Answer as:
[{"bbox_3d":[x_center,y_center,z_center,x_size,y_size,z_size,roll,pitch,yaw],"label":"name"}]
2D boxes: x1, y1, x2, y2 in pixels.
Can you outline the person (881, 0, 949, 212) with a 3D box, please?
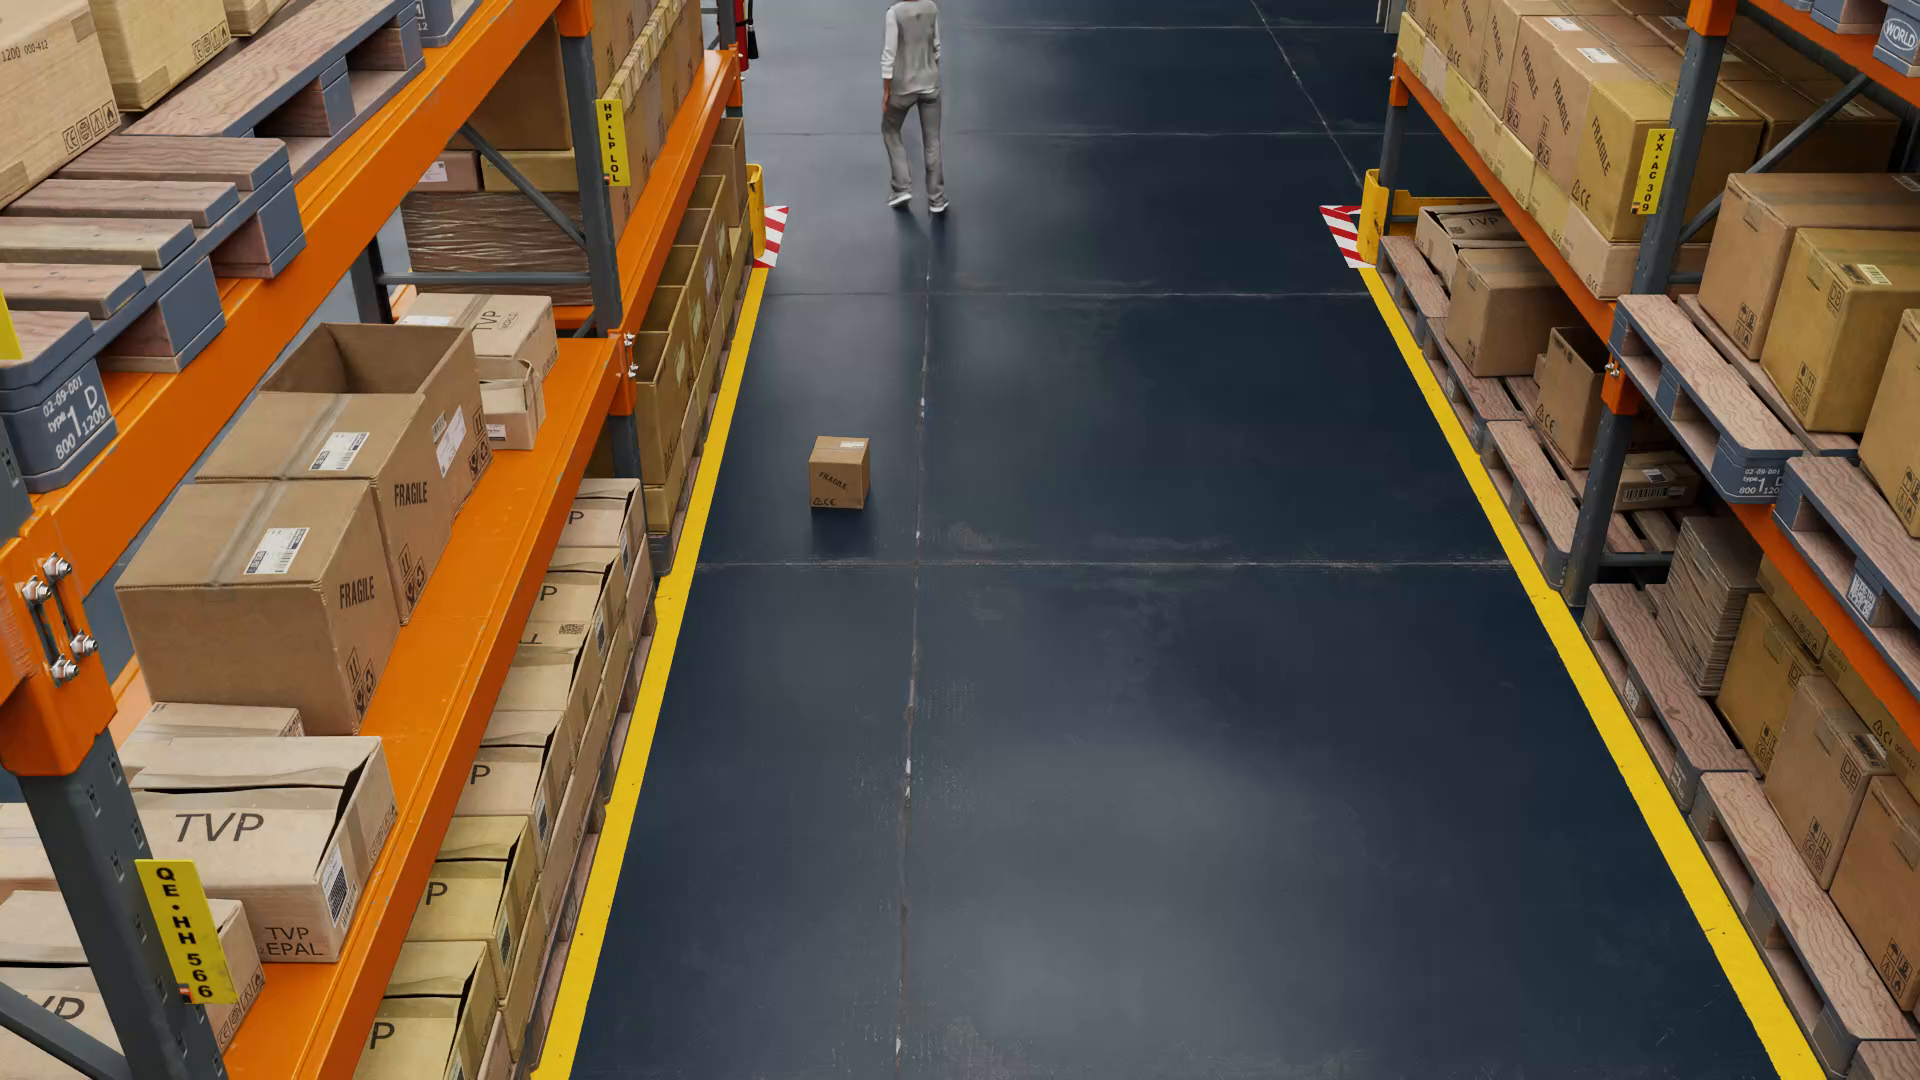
[{"bbox_3d":[-0.314,-2.910,10.815,0.474,1.632,0.496,-12,34,-19],"label":"person"}]
